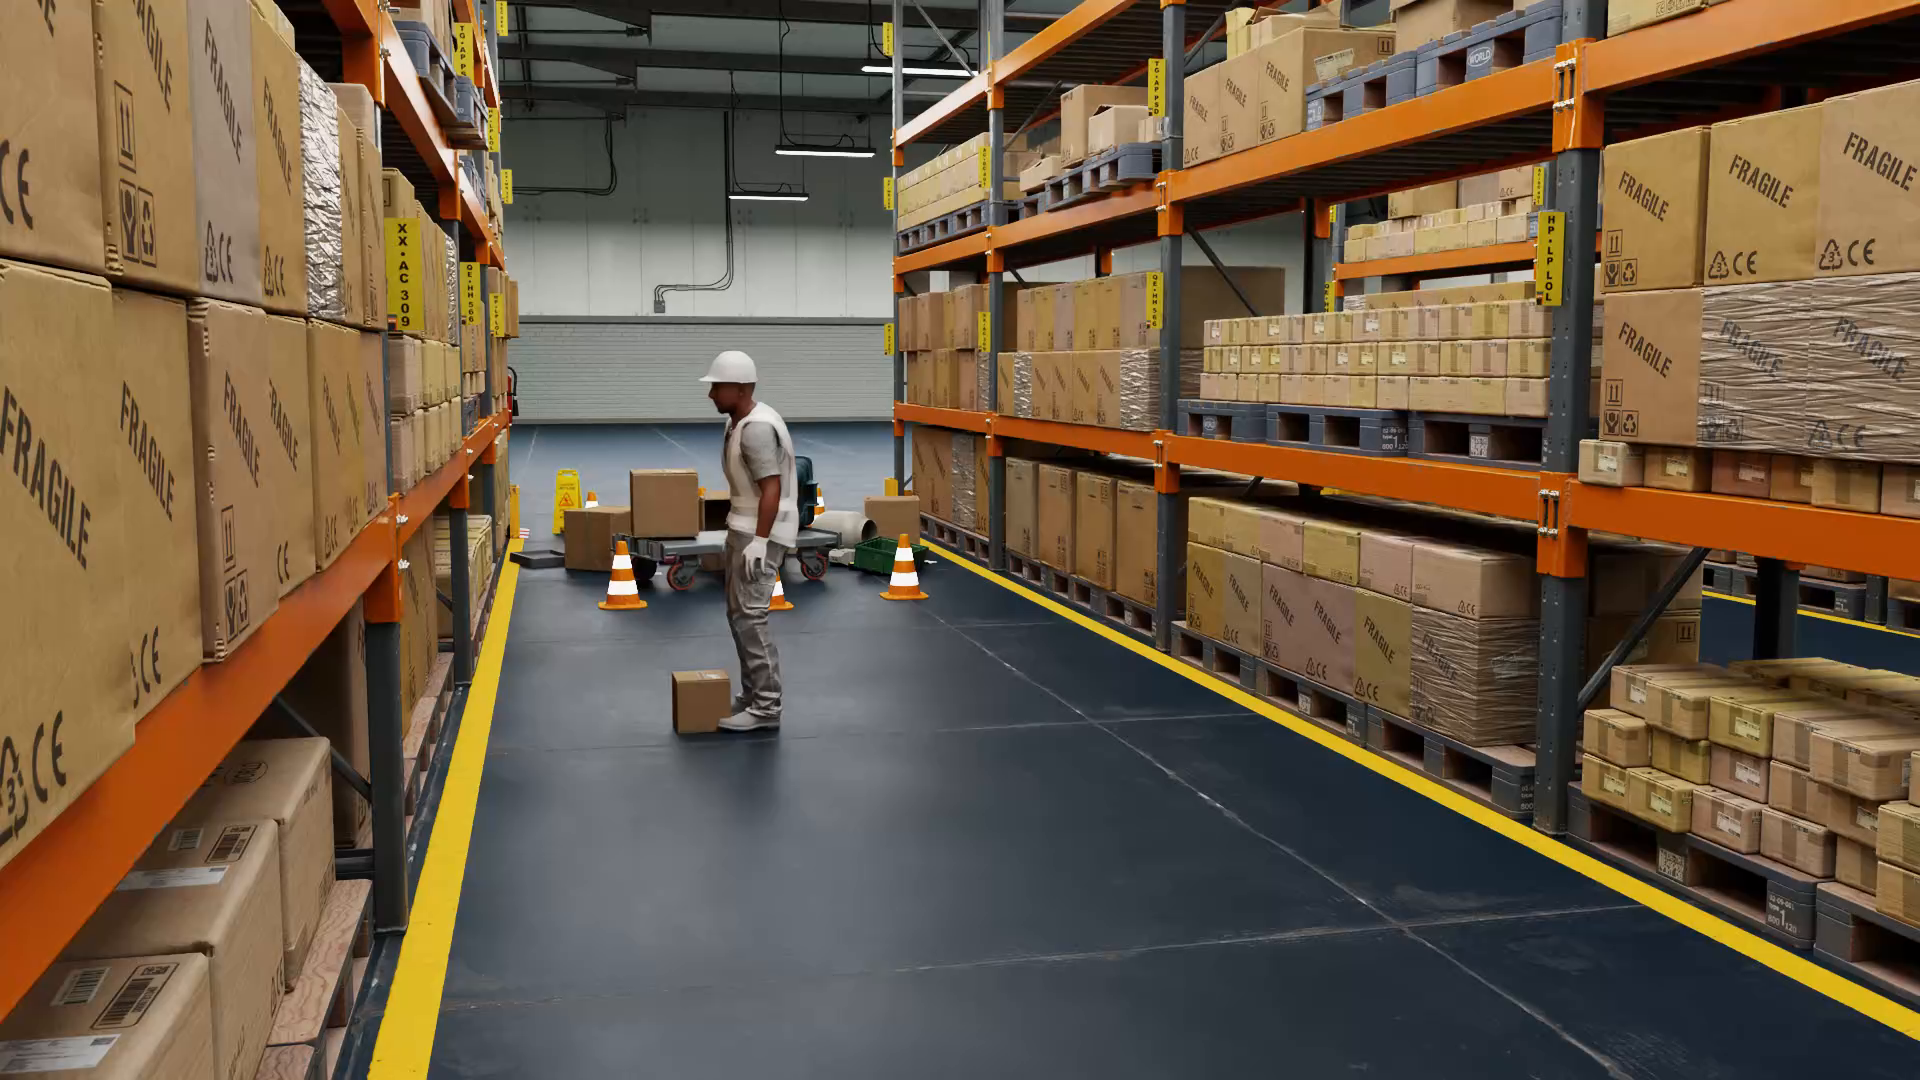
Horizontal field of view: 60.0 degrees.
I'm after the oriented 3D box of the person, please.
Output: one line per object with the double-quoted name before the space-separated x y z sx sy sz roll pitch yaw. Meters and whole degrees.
"person" -1.000 0.000 7.853 0.451 1.772 0.619 -2 6 -17
